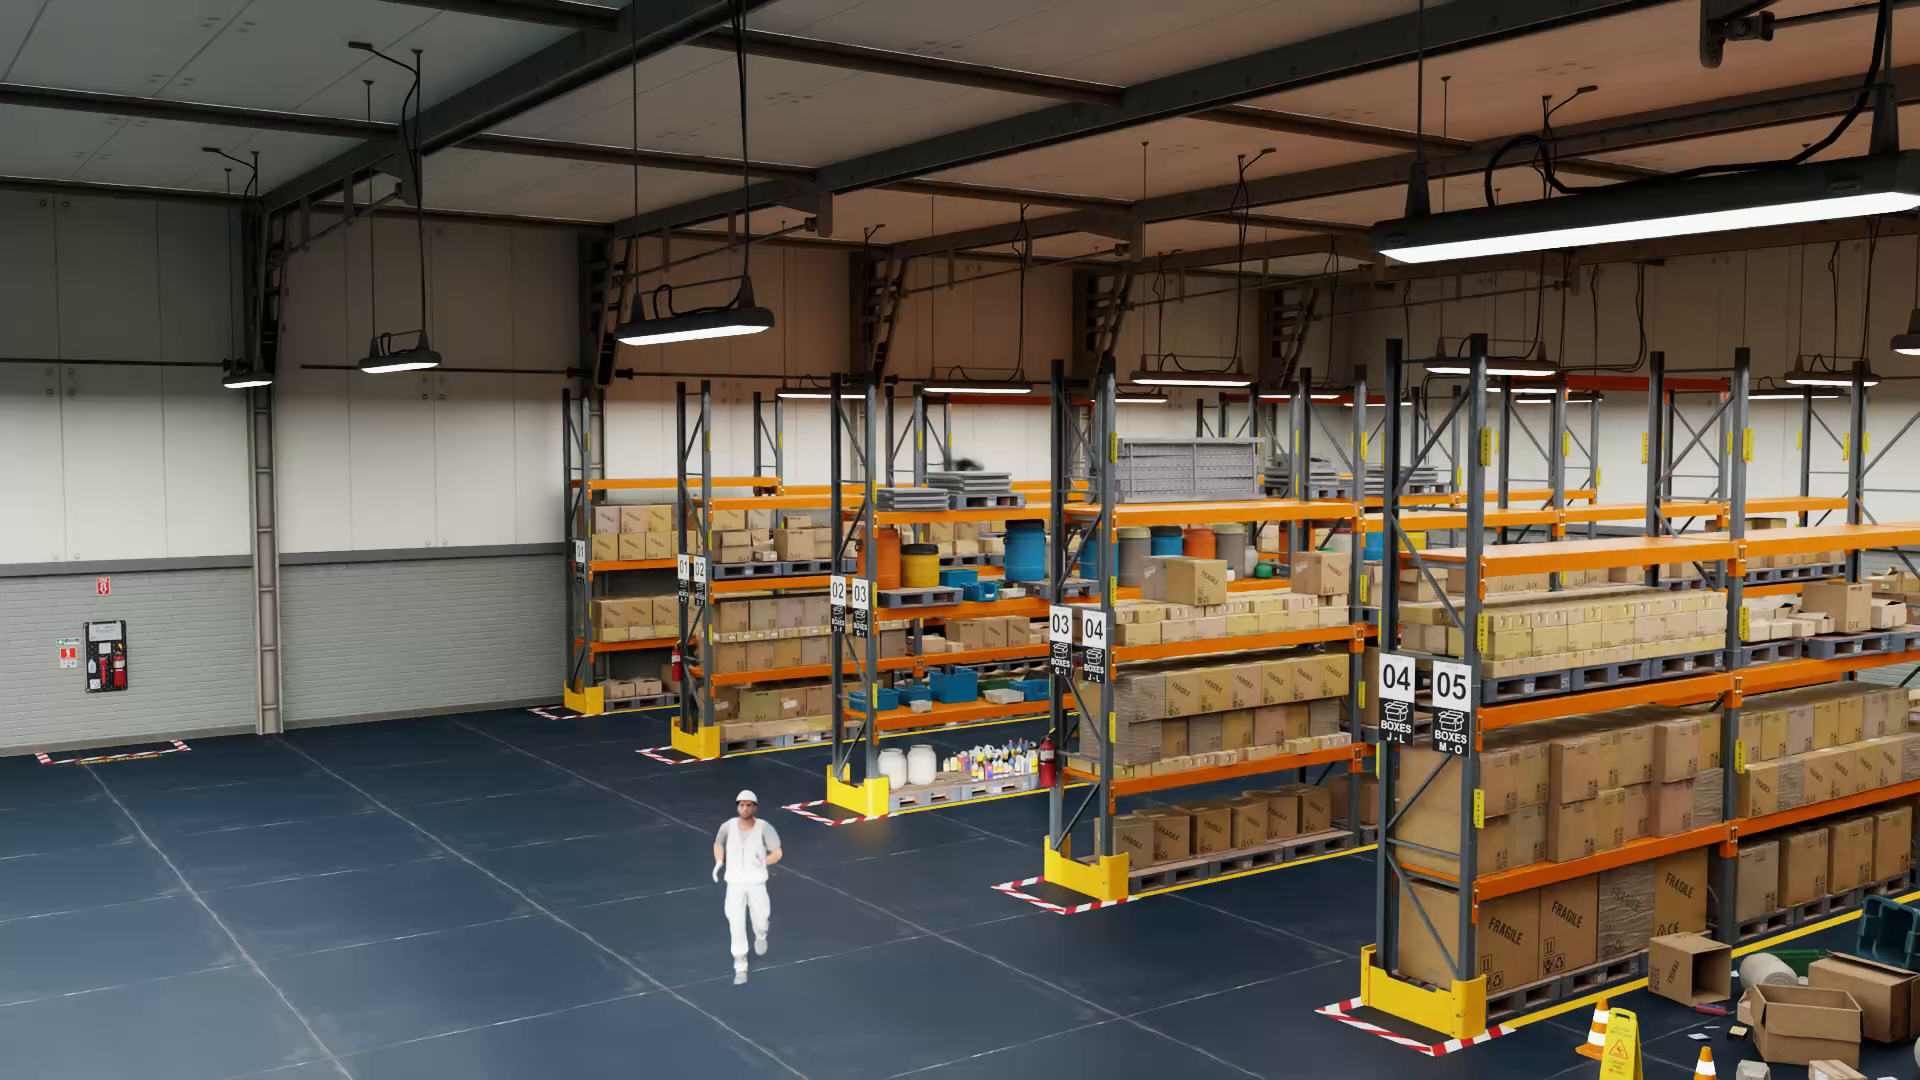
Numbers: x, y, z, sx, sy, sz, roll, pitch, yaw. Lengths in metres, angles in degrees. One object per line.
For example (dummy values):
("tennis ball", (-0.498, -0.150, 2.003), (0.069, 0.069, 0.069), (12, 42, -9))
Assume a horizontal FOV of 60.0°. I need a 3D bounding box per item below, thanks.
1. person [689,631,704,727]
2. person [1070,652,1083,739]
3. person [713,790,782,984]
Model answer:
("person", (-4.522, 2.440, 29.016), (0.661, 1.706, 0.677), (3, 5, 42))
("person", (2.135, 2.435, 28.220), (0.839, 1.792, 0.686), (-3, 5, -41))
("person", (-2.030, 3.262, 15.847), (0.670, 1.764, 0.914), (0, 4, 0))
